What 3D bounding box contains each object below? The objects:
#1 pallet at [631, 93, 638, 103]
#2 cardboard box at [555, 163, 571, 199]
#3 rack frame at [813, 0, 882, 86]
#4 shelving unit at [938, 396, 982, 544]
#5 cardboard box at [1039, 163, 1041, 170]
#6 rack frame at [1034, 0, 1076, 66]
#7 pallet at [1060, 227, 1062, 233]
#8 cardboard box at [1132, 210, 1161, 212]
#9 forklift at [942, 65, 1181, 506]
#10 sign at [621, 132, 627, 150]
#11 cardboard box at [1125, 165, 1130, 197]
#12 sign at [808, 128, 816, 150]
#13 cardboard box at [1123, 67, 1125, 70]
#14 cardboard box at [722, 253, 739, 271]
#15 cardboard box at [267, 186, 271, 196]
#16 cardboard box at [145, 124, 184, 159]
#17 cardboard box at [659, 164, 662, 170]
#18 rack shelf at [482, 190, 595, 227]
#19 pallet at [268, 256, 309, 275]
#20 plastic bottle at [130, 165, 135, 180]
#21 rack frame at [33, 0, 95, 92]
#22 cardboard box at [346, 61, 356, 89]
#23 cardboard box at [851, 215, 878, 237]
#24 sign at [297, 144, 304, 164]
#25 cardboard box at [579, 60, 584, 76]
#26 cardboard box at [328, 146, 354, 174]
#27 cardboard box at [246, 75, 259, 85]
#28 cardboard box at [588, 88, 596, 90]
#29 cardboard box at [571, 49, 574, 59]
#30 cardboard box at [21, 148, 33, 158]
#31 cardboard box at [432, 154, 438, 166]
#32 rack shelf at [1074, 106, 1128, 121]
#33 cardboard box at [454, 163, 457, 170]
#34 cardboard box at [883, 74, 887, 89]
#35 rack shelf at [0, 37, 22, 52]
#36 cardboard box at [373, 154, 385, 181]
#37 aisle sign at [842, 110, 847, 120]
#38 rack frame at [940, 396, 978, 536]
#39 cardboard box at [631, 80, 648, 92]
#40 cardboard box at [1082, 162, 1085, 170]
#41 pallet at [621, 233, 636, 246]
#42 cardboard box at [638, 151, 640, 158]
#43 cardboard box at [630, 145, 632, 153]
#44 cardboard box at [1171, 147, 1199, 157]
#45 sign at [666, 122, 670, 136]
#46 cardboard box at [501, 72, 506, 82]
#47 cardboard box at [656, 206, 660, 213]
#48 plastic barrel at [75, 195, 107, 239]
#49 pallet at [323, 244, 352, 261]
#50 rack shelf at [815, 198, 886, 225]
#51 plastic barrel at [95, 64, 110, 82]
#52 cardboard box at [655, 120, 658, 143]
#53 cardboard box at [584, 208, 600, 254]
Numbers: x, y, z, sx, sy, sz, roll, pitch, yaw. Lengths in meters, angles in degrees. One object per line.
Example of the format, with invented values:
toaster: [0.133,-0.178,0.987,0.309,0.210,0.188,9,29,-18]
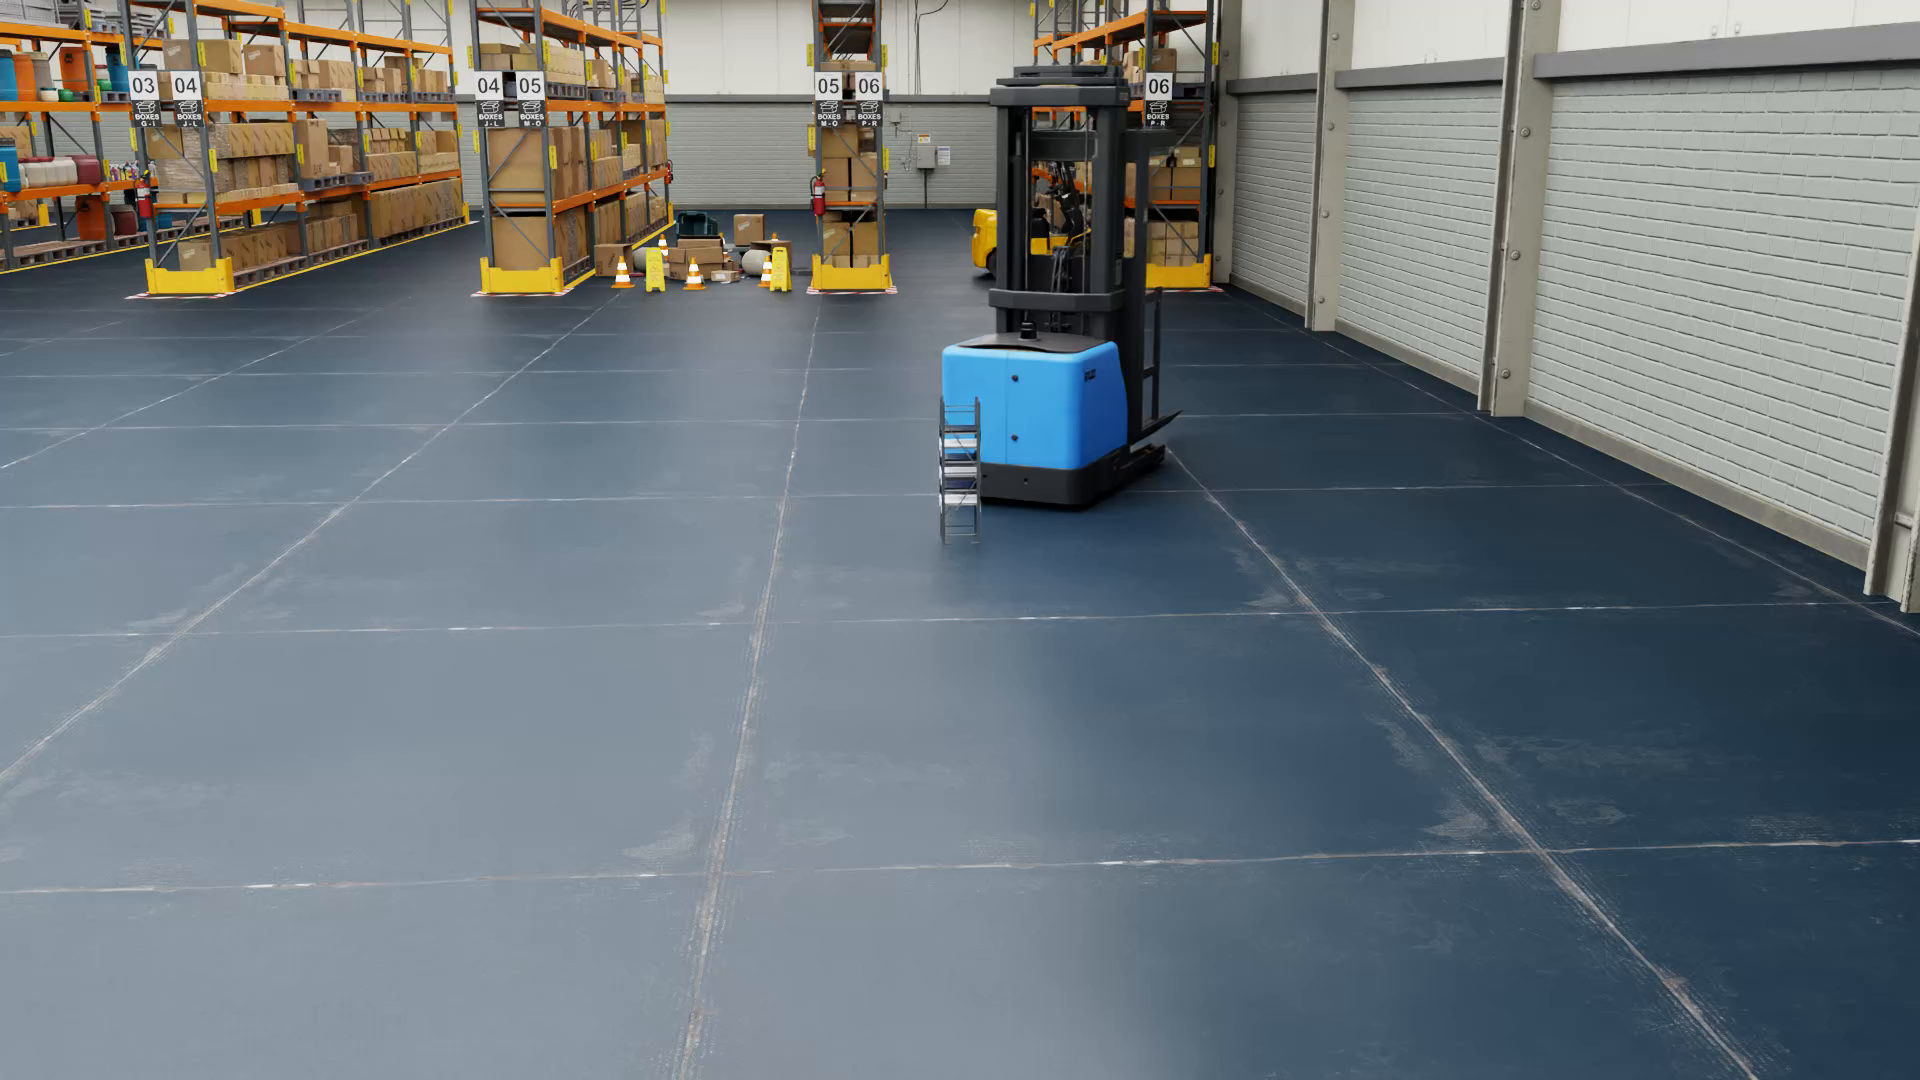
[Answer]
pallet: [-7.347,-9.154,34.441,1.213,0.211,1.003,-1,14,-3]
cardboard box: [-6.637,-5.663,26.214,0.875,0.550,0.550,-1,14,-3]
rack frame: [-1.669,-8.228,24.444,1.000,3.000,0.127,-1,14,-3]
shelving unit: [0.000,-0.438,10.422,0.258,0.900,0.210,-1,14,-3]
cardboard box: [2.070,-8.850,39.408,0.380,0.149,0.250,-1,14,-5]
rack frame: [2.294,-12.284,40.211,1.000,3.000,0.127,-1,14,-3]
pallet: [2.708,-6.528,35.474,1.003,0.211,1.213,-1,14,-3]
cardboard box: [3.261,-5.631,29.061,0.500,0.250,0.500,-1,14,-2]
forklift: [0.922,-1.975,12.322,1.130,2.935,3.031,6,16,23]
sign: [-6.545,-7.780,32.422,0.100,0.325,0.005,-1,14,-3]
cardboard box: [2.937,-5.823,26.938,0.500,0.500,0.500,-1,14,-4]
sign: [-2.224,-6.032,24.994,0.100,0.325,0.005,-1,14,-3]
cardboard box: [2.845,-7.845,28.113,0.500,0.311,0.500,-1,14,-2]
cardboard box: [-4.008,-4.757,28.483,0.258,0.266,0.396,-13,20,-42]
cardboard box: [-11.473,-5.682,27.094,0.380,0.149,0.250,-1,14,-3]
cardboard box: [-11.841,-5.979,24.940,0.500,0.500,0.500,-1,14,-3]
cardboard box: [-7.245,-8.814,39.266,0.380,0.149,0.250,0,14,-2]
rack shelf: [-6.727,-5.370,26.820,1.077,0.370,4.000,-1,14,-3]
pallet: [-11.731,-4.647,28.164,1.003,0.211,1.213,-1,14,-3]
plastic bottle: [-16.729,-7.427,33.605,0.061,0.283,0.133,-1,14,-3]
rack frame: [-16.999,-9.988,31.285,1.000,3.000,0.127,-1,14,-3]
cardboard box: [-11.776,-8.787,31.435,0.500,0.500,0.500,-1,14,-2]
cardboard box: [-1.546,-5.156,27.715,0.500,0.500,0.500,0,14,0]
sign: [-11.267,-6.594,28.396,0.100,0.325,0.005,-1,14,-3]
cardboard box: [-6.564,-7.873,27.746,0.500,0.250,0.500,-1,14,-4]
cardboard box: [-11.848,-7.140,31.212,0.700,0.500,0.500,1,14,5]
cardboard box: [-11.412,-7.333,26.488,0.380,0.149,0.250,0,14,-1]
cardboard box: [-7.388,-8.849,32.680,0.500,0.500,0.500,-1,14,-3]
cardboard box: [-6.447,-7.846,26.843,0.380,0.149,0.250,-1,14,-3]
cardboard box: [-22.139,-8.938,39.043,0.500,0.500,0.500,0,14,-2]
cardboard box: [-12.135,-8.598,37.629,0.500,0.250,0.500,-1,14,-2]
rack shelf: [2.913,-7.996,31.009,1.077,0.370,4.000,-1,14,-3]
cardboard box: [-12.183,-8.879,39.519,0.380,0.149,0.250,-1,14,-3]
cardboard box: [-1.553,-8.052,29.240,0.500,0.250,0.500,-1,14,-5]
rack shelf: [-22.315,-11.054,36.881,1.077,0.370,4.000,-1,14,-3]
cardboard box: [-11.848,-7.461,33.302,0.500,0.500,0.500,-1,14,-5]
aisle sign: [-2.954,-10.574,40.386,0.394,0.787,0.004,-1,14,-3]
rack frame: [-0.007,-0.463,10.520,0.240,0.900,0.006,-1,14,-3]
cardboard box: [-7.137,-9.951,36.459,0.500,0.250,0.500,0,14,-2]
cardboard box: [2.617,-7.190,31.748,0.500,0.250,0.500,-1,14,-5]
pallet: [-7.146,-6.054,33.633,1.003,0.211,1.213,-1,14,-3]
cardboard box: [-7.125,-8.335,35.965,0.380,0.149,0.250,0,14,-2]
cardboard box: [-7.047,-8.154,34.665,0.380,0.149,0.250,-2,15,-6]
cardboard box: [3.477,-5.993,25.700,0.380,0.149,0.250,-1,14,-5]
sign: [-7.039,-9.917,40.093,0.100,0.325,0.005,-1,14,-3]
cardboard box: [-6.962,-6.881,24.691,0.380,0.149,0.250,-1,14,-4]
cardboard box: [-7.156,-7.650,38.520,0.380,0.149,0.250,-1,14,-3]
plastic barrel: [-17.046,-6.356,32.723,0.600,0.830,0.708,-1,14,-3]
pallet: [-11.936,-5.311,30.746,1.003,0.211,1.213,-1,14,-3]
rack shelf: [-1.793,-5.471,27.215,1.077,0.370,4.000,-1,14,-3]
plastic barrel: [-17.259,-9.243,33.294,0.433,0.535,0.433,0,14,0]
cardboard box: [-7.209,-9.380,38.158,0.500,0.500,0.500,-1,14,-5]
cardboard box: [-6.979,-5.482,29.486,1.050,0.750,0.750,-1,14,-4]
